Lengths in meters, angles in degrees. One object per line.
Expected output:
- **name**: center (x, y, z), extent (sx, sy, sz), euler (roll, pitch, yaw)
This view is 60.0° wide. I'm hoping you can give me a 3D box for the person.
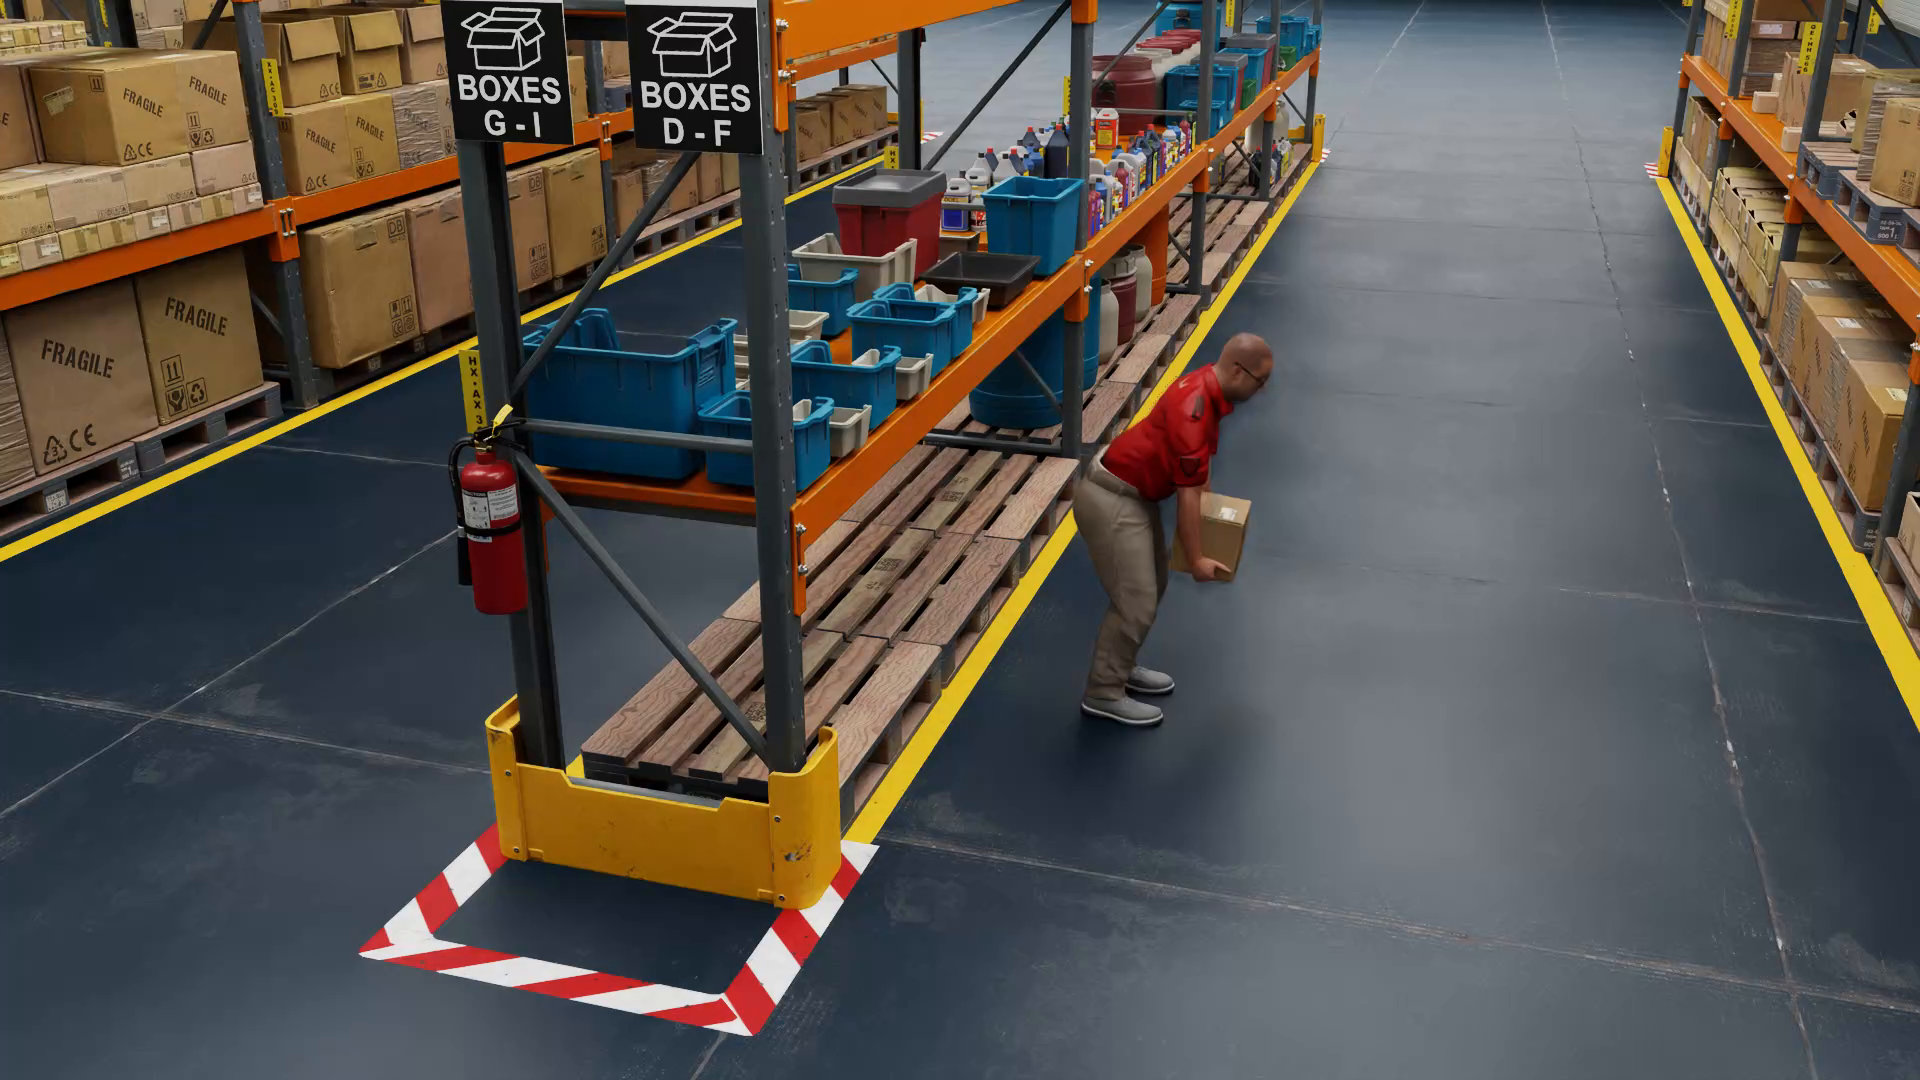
- **person**: center (0.810, -0.055, 6.478), extent (0.718, 1.567, 0.478), euler (6, 23, 15)
